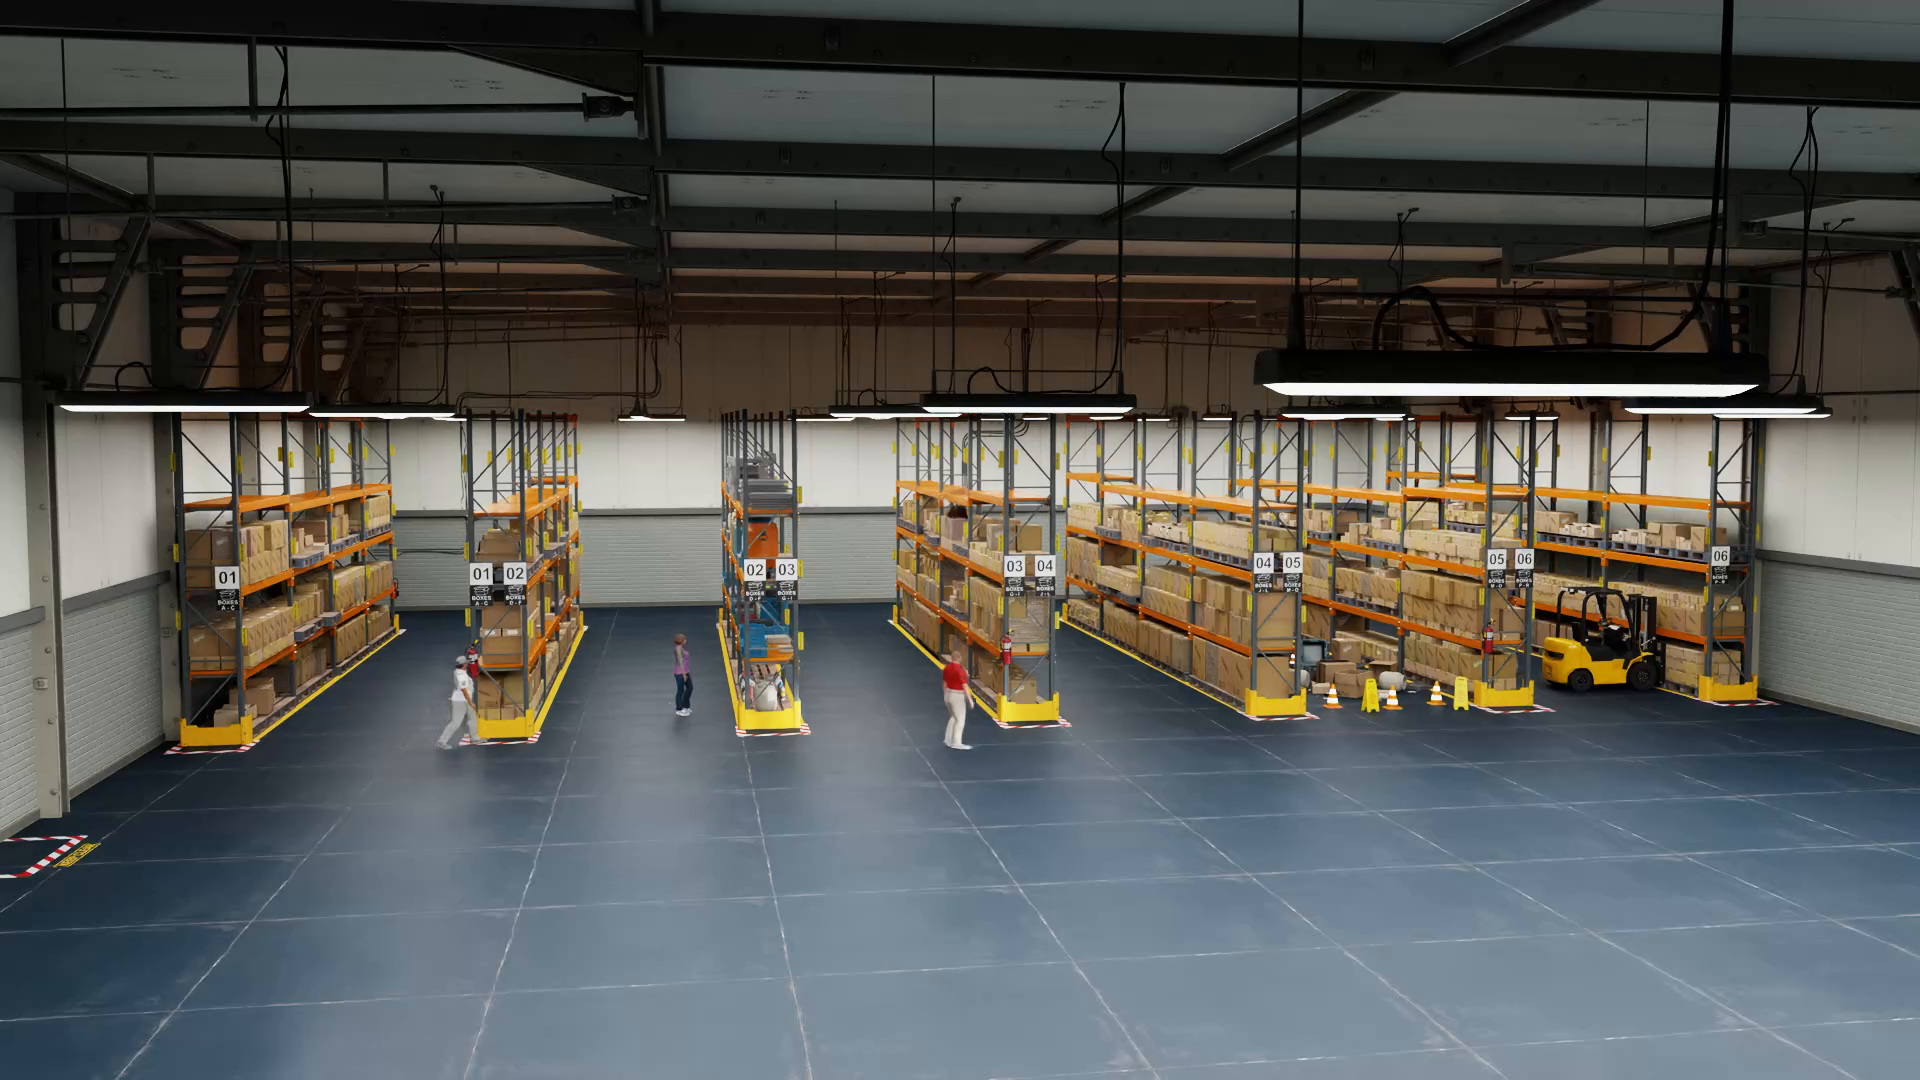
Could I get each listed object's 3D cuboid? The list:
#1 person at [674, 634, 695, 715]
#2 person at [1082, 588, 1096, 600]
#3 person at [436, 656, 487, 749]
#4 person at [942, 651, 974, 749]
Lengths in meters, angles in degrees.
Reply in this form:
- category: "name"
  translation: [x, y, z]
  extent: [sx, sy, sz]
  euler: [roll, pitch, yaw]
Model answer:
- category: "person"
  translation: [-5.458, 2.660, 32.727]
  extent: [0.360, 1.645, 0.429]
  euler: [1, 4, 15]
- category: "person"
  translation: [4.014, 1.337, 50.908]
  extent: [0.517, 1.639, 0.492]
  euler: [-4, 6, -44]
- category: "person"
  translation: [-8.835, 2.858, 29.457]
  extent: [0.876, 1.621, 0.625]
  euler: [-1, 4, -18]
- category: "person"
  translation: [-0.031, 2.852, 29.356]
  extent: [0.392, 1.790, 0.605]
  euler: [-2, 5, -30]
